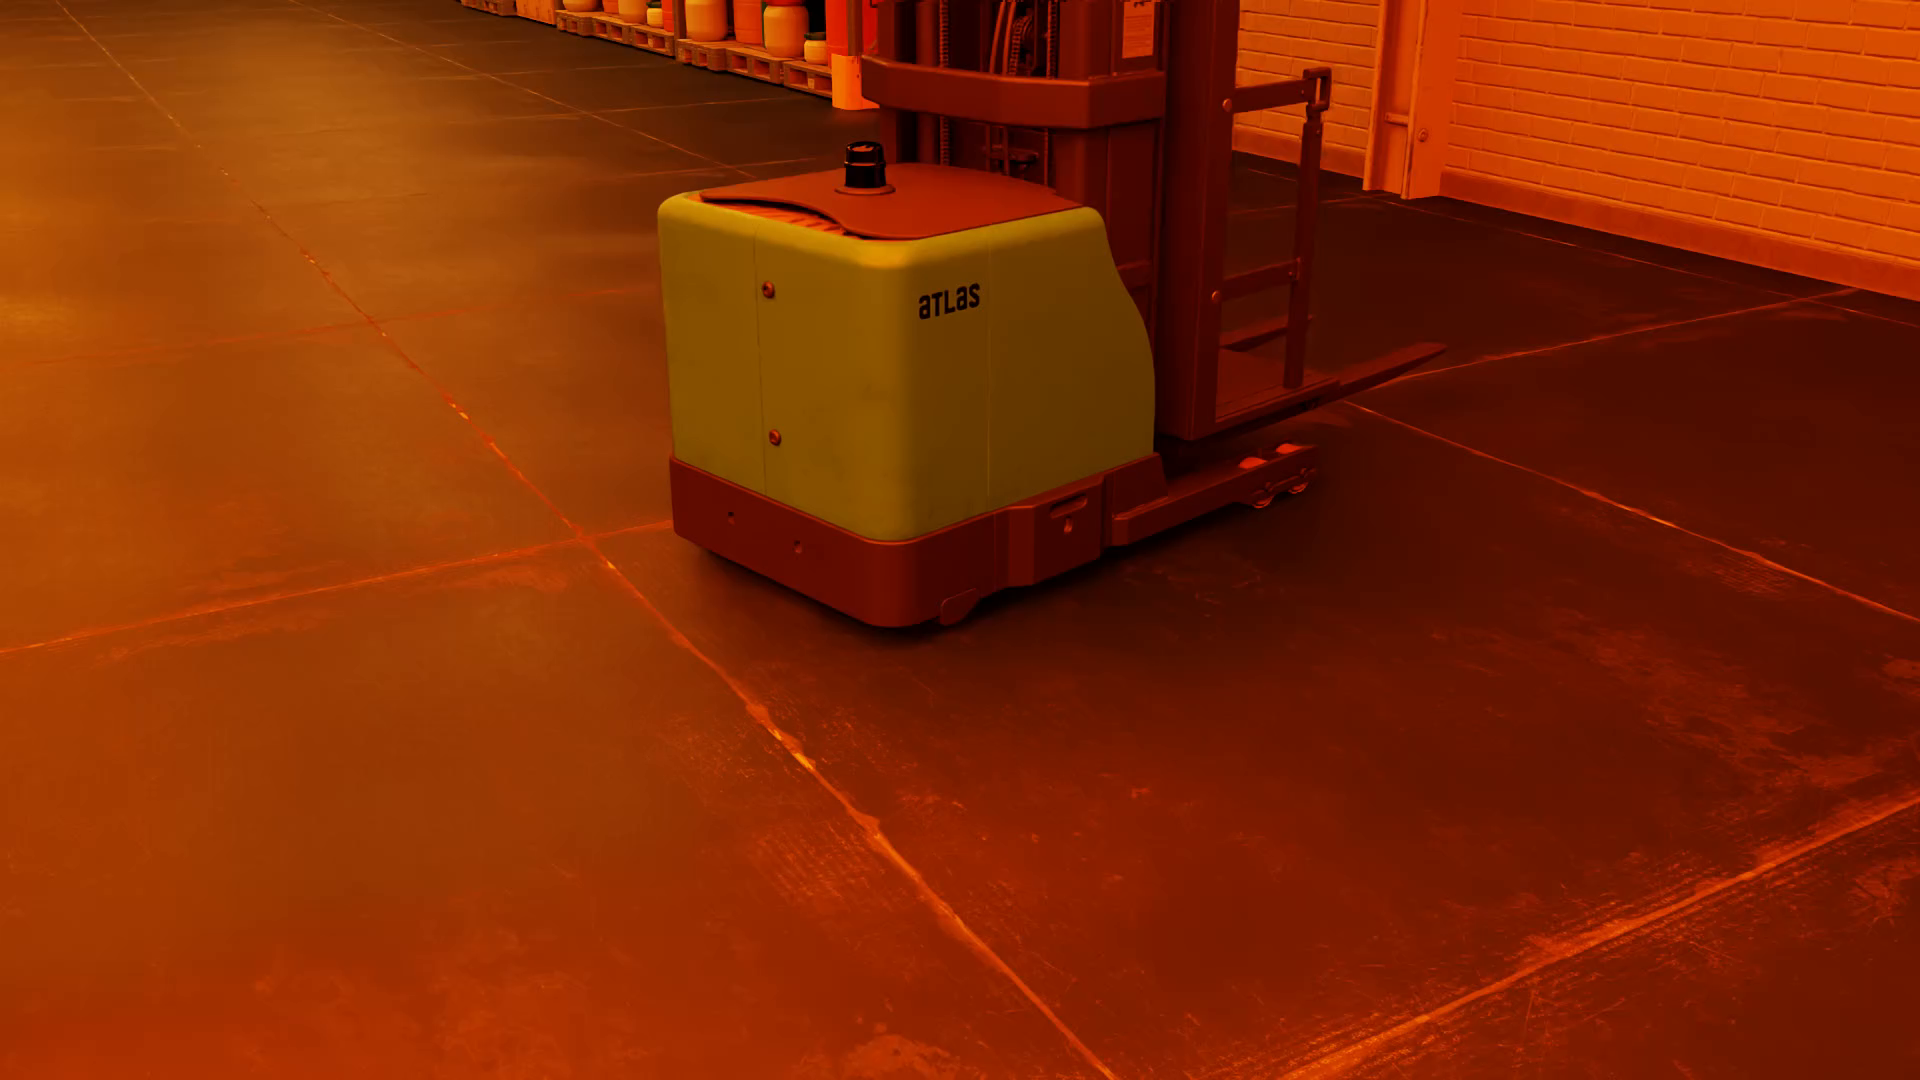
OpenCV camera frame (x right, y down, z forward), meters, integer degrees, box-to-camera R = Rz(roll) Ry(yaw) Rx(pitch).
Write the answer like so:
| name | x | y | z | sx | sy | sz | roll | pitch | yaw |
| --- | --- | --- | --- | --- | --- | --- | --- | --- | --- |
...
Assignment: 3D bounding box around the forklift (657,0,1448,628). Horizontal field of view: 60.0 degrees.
| name | x | y | z | sx | sy | sz | roll | pitch | yaw |
| --- | --- | --- | --- | --- | --- | --- | --- | --- | --- |
| forklift | 0.546 | -1.583 | 5.131 | 3.031 | 2.935 | 1.130 | -20 | 30 | -40 |
